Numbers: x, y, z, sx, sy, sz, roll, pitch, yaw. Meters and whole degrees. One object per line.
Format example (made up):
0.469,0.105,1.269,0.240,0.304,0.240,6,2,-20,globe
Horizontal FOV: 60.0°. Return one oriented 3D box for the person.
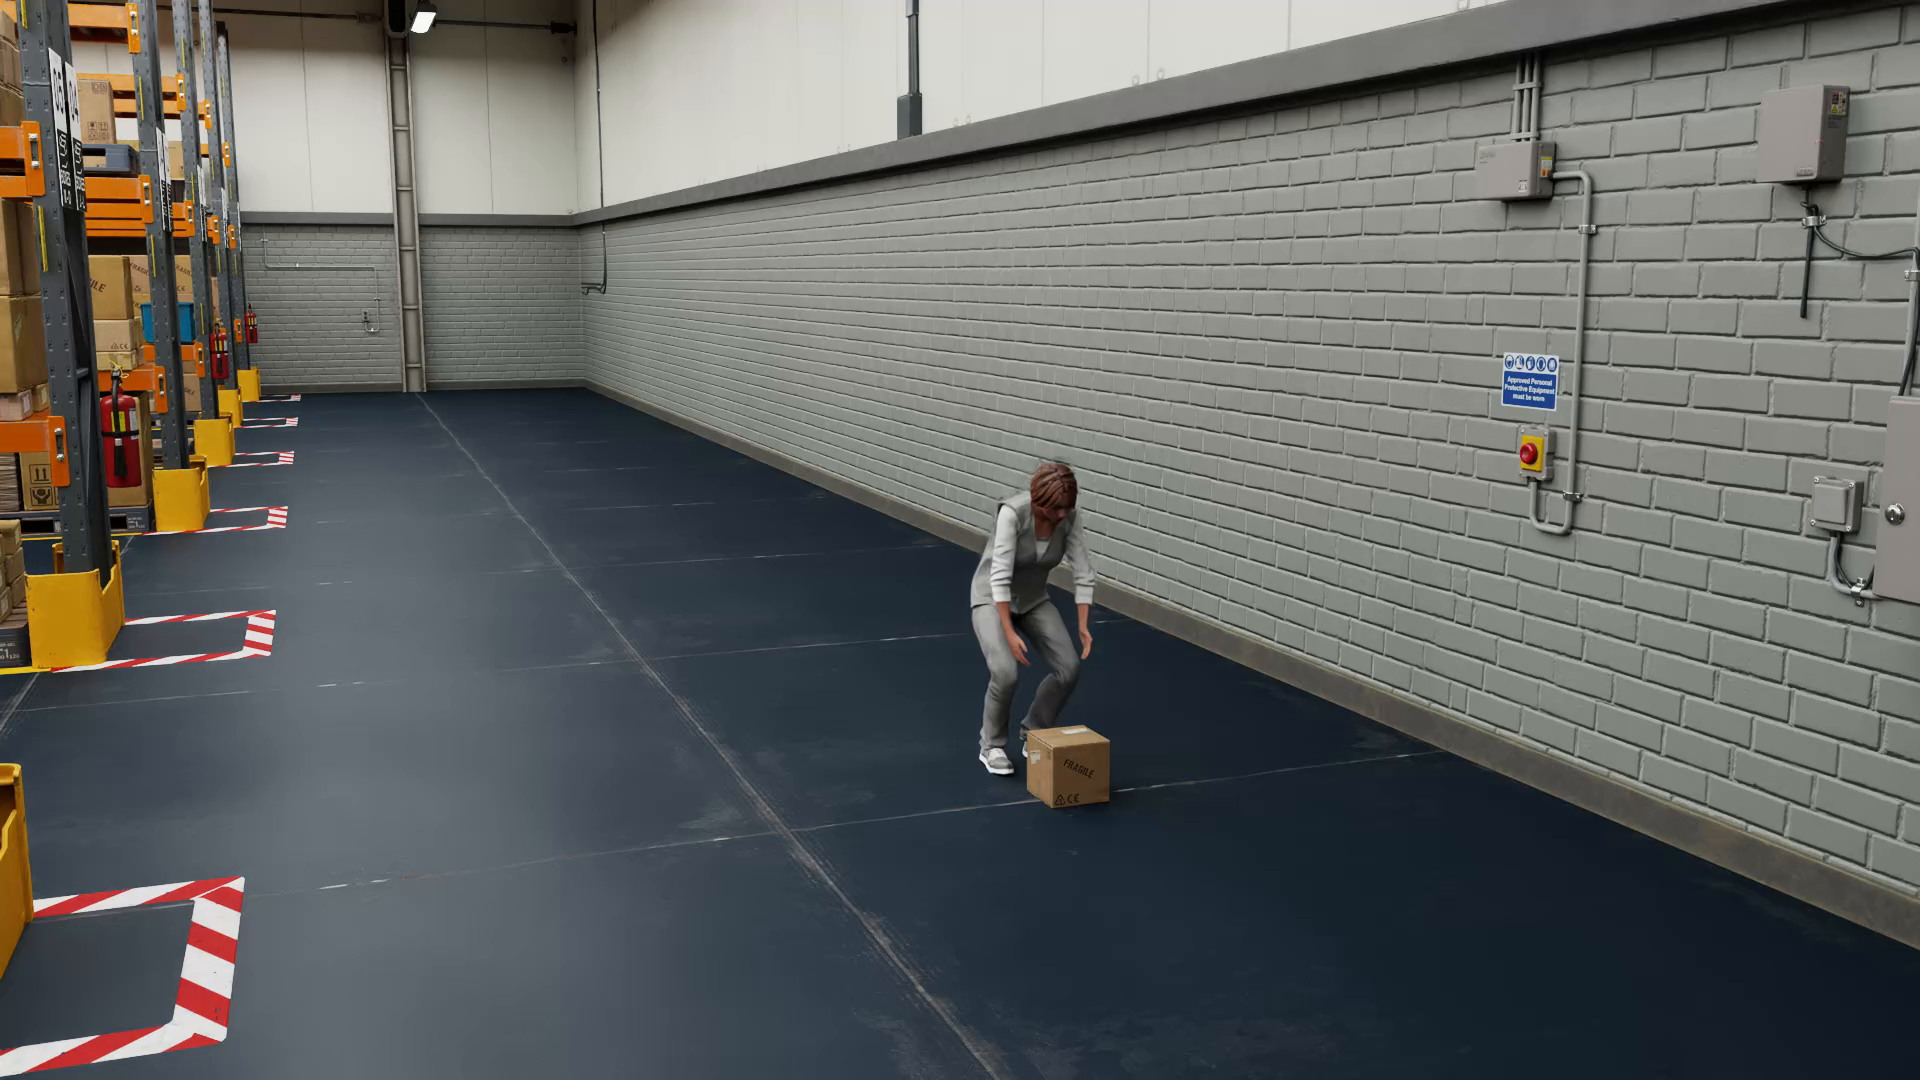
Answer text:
0.305,0.320,6.936,0.462,1.310,0.640,-3,10,-21,person
